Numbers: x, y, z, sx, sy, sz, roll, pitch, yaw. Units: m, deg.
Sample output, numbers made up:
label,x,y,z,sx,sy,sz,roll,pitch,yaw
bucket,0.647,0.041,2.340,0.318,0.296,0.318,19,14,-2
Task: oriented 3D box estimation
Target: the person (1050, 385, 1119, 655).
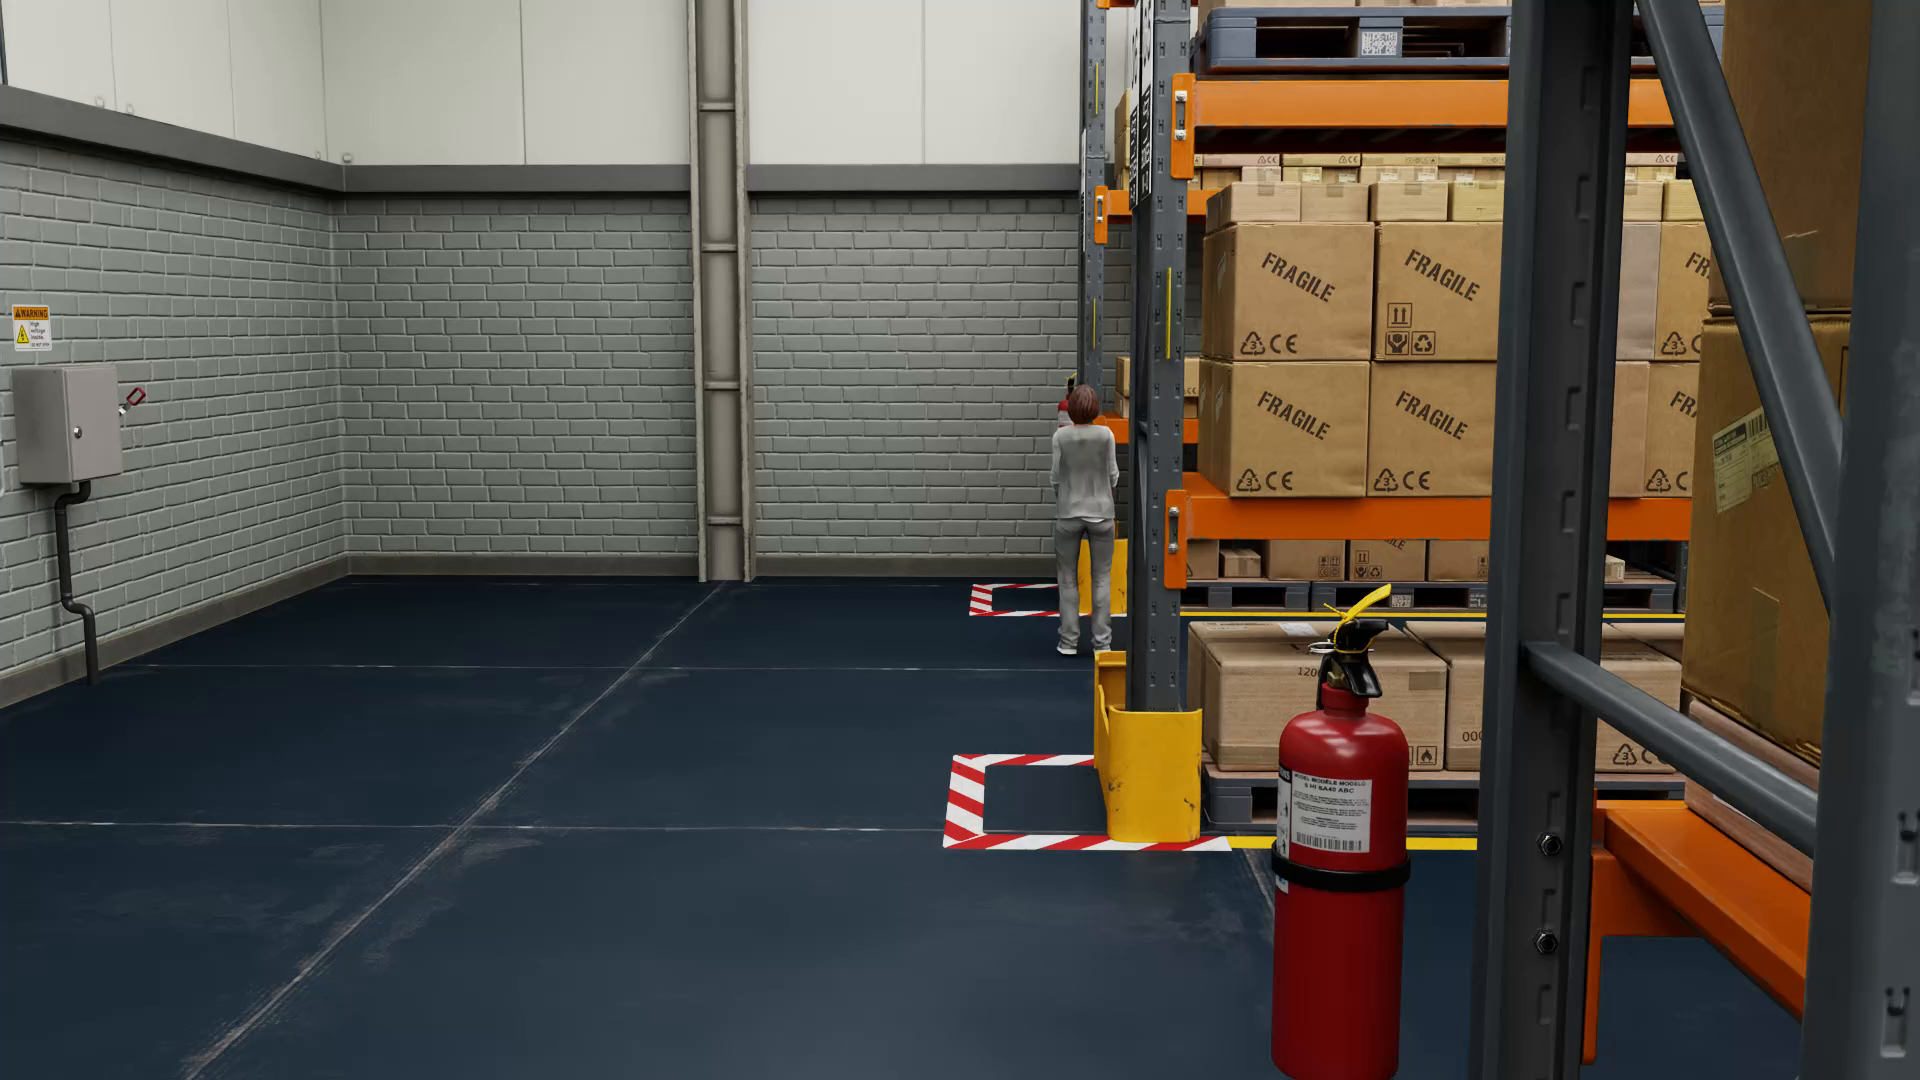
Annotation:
label,x,y,z,sx,sy,sz,roll,pitch,yaw
person,0.727,-0.121,9.768,0.404,1.590,0.497,0,7,2
